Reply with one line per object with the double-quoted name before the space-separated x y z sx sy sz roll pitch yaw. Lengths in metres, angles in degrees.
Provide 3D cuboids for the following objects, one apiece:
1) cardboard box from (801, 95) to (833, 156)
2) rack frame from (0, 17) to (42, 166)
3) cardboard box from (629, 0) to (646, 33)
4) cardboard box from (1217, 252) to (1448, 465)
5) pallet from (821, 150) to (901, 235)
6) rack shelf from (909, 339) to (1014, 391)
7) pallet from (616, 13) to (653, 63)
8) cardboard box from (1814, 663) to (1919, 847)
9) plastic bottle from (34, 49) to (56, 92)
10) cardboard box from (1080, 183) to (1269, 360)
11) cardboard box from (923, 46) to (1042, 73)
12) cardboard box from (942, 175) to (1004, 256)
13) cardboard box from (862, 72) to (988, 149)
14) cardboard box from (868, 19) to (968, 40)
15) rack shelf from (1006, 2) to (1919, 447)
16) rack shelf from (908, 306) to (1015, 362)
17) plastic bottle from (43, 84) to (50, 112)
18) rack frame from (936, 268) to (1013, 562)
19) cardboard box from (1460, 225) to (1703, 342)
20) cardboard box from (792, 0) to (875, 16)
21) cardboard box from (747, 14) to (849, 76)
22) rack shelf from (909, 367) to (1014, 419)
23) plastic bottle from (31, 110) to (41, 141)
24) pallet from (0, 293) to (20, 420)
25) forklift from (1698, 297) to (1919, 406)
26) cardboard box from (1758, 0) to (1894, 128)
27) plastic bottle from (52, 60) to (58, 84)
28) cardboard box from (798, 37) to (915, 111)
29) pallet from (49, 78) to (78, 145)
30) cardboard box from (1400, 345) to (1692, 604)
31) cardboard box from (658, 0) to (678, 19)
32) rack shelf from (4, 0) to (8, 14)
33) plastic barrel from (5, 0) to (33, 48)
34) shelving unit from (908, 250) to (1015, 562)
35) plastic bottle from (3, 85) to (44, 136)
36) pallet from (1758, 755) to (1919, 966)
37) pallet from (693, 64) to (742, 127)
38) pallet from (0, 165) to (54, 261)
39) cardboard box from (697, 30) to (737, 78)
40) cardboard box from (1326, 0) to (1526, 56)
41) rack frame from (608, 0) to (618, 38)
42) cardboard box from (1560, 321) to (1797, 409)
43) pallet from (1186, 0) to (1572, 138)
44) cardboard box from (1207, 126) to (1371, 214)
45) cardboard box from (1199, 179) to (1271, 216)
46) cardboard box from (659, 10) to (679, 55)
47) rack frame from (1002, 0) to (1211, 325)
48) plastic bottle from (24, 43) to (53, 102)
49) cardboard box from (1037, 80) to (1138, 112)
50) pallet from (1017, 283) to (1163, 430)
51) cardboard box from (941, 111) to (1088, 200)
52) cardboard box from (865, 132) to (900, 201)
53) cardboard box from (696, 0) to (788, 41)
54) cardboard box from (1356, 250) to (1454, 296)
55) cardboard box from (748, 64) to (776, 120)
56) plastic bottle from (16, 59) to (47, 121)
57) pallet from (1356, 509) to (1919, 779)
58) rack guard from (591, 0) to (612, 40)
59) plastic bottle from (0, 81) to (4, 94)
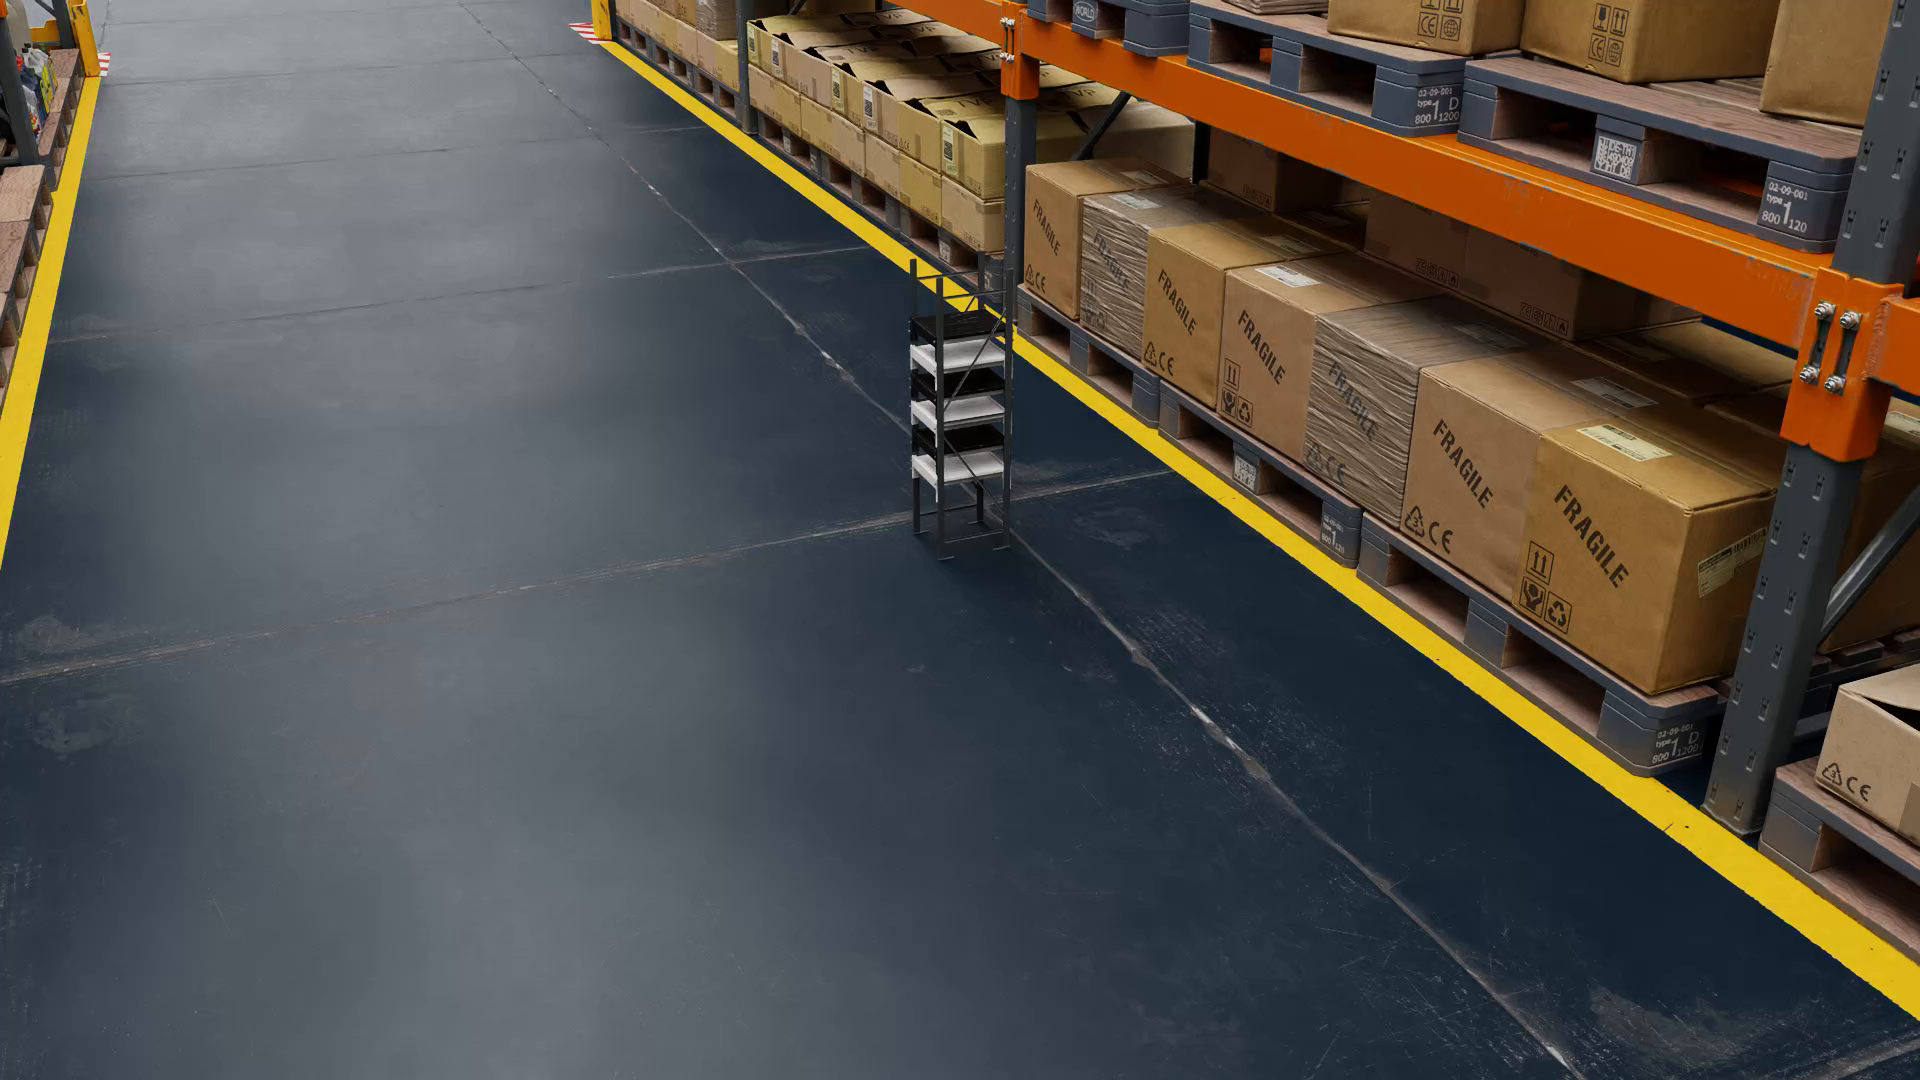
"cardboard box" -0.563 -2.330 9.258 0.500 0.250 0.500 -11 28 -22
"rack frame" -5.456 -3.147 8.278 1.000 3.000 0.127 -11 28 -21
"cardboard box" -2.259 -4.109 12.902 0.500 0.250 0.500 -11 28 -21
"cardboard box" 1.196 -0.600 5.408 0.500 0.500 0.500 -12 28 -22
"pallet" -0.091 -1.960 9.024 1.003 0.211 1.213 -11 28 -21
"rack shelf" 0.003 -0.533 4.981 0.258 0.077 0.200 -11 28 -21
"pallet" -2.125 -4.057 13.319 1.003 0.211 1.213 -11 28 -21
"cardboard box" 2.201 0.450 3.473 0.500 0.311 0.500 -11 28 -21
"plastic bottle" -5.827 -2.963 10.504 0.152 0.276 0.135 -10 28 -20
"cardboard box" 0.795 -1.013 6.254 0.500 0.500 0.500 -12 28 -22
"cardboard box" 0.122 -2.474 8.914 0.500 0.311 0.500 -11 28 -21
"cardboard box" 0.239 -1.506 7.571 0.500 0.250 0.500 -10 28 -19
"cardboard box" -0.167 -2.169 8.291 0.500 0.311 0.500 -11 28 -21
"cardboard box" -0.265 -2.879 9.744 0.500 0.311 0.500 -10 28 -19
"rack shelf" 1.453 -1.252 5.214 1.077 0.370 4.000 -11 28 -21
"rack shelf" 0.003 -0.614 4.942 0.258 0.077 0.200 -11 28 -21
"plastic bottle" -5.554 -2.679 10.007 0.097 0.201 0.097 0 26 0
"rack frame" 0.043 -0.360 4.962 0.240 0.900 0.006 -11 28 -21
"cardboard box" 1.879 -0.820 5.003 0.500 0.250 0.500 -11 28 -20
"cardboard box" -0.790 -3.528 10.858 0.500 0.500 0.500 -11 28 -21
"cardboard box" -0.964 -2.993 9.976 0.500 0.311 0.500 -10 28 -20
"rack shelf" 0.003 -0.452 5.021 0.258 0.077 0.200 -11 28 -21
"plastic bottle" -5.217 -2.333 9.297 0.097 0.201 0.097 0 26 0
"pallet" -4.157 -0.599 6.236 1.003 0.211 1.213 -11 28 -21
"forklift" 2.908 -2.022 6.051 1.130 2.935 3.031 -10 28 -19
"cardboard box" 2.256 -1.231 3.759 0.700 0.500 0.500 -22 34 -37
"plastic bottle" -5.900 -3.036 10.738 0.097 0.201 0.097 0 26 0
"cardboard box" -0.569 -2.581 9.133 0.500 0.311 0.500 -12 28 -22
"pallet" -6.162 -2.666 10.470 1.003 0.211 1.213 -11 28 -21
"cardboard box" 1.593 -0.193 4.574 0.500 0.500 0.500 -10 28 -20
"cardboard box" -1.873 -4.041 11.909 0.500 0.500 0.500 -11 28 -21
"rack shelf" -6.239 -3.632 10.089 1.077 0.370 4.000 -11 28 -21
"plastic barrel" -6.695 -3.580 11.521 0.421 0.512 0.421 0 26 0
"shelving unit" 0.003 -0.401 5.046 0.258 0.900 0.210 -11 28 -21
"plastic bottle" -5.329 -2.451 9.454 0.152 0.276 0.135 -10 28 -19
"pallet" 2.504 0.763 3.447 1.003 0.211 1.213 -11 28 -21
"pallet" -1.170 -3.072 11.302 1.003 0.211 1.213 -11 28 -21
"pallet" -5.113 -1.584 8.254 1.003 0.211 1.213 -11 28 -21
"cardboard box" -1.466 -3.303 11.252 0.500 0.250 0.500 -11 28 -21
"cardboard box" 1.487 -1.704 4.728 0.700 0.500 0.500 -19 32 -33
"rack frame" -2.463 -5.612 13.325 1.000 3.000 0.127 -11 28 -21
"cardboard box" 2.052 -0.292 4.778 0.500 0.500 0.500 -10 28 -20
"pallet" 1.435 -1.512 5.146 1.003 0.211 1.213 -11 28 -21
"cardboard box" 1.278 -1.434 6.262 0.500 0.250 0.500 -9 28 -19
"cardboard box" 1.252 -1.119 6.471 0.500 0.500 0.500 -9 28 -19
"cardboard box" -1.872 -3.704 12.074 0.500 0.250 0.500 -11 28 -21
"rack frame" 0.670 -2.382 6.710 1.000 3.000 0.127 -11 28 -21
"plastic bottle" -5.704 -2.875 10.237 0.144 0.351 0.185 -9 28 -18
"cardboard box" 0.521 -2.060 8.066 0.500 0.311 0.500 -11 28 -22
"pallet" 0.927 -0.821 6.691 1.003 0.211 1.213 -11 28 -21
"cardboard box" 0.238 -1.756 7.445 0.500 0.311 0.500 -10 28 -19
"cardboard box" -0.160 -1.917 8.412 0.500 0.250 0.500 -10 28 -19
"cardboard box" -1.465 -3.641 11.088 0.500 0.500 0.500 -11 28 -21
"cardboard box" 1.665 -0.700 5.612 0.500 0.500 0.500 -12 28 -23
"cardboard box" -0.967 -2.745 10.108 0.500 0.250 0.500 -11 28 -22
"plastic bottle" -5.464 -2.628 9.732 0.144 0.351 0.185 -12 28 -23
"pallet" 1.883 0.164 4.674 1.003 0.211 1.213 -11 28 -21
"rack guard" -2.473 -4.498 13.893 1.175 0.500 0.348 -11 28 -21
"plastic bottle" -5.523 -2.527 9.525 0.144 0.351 0.185 -11 28 -21
